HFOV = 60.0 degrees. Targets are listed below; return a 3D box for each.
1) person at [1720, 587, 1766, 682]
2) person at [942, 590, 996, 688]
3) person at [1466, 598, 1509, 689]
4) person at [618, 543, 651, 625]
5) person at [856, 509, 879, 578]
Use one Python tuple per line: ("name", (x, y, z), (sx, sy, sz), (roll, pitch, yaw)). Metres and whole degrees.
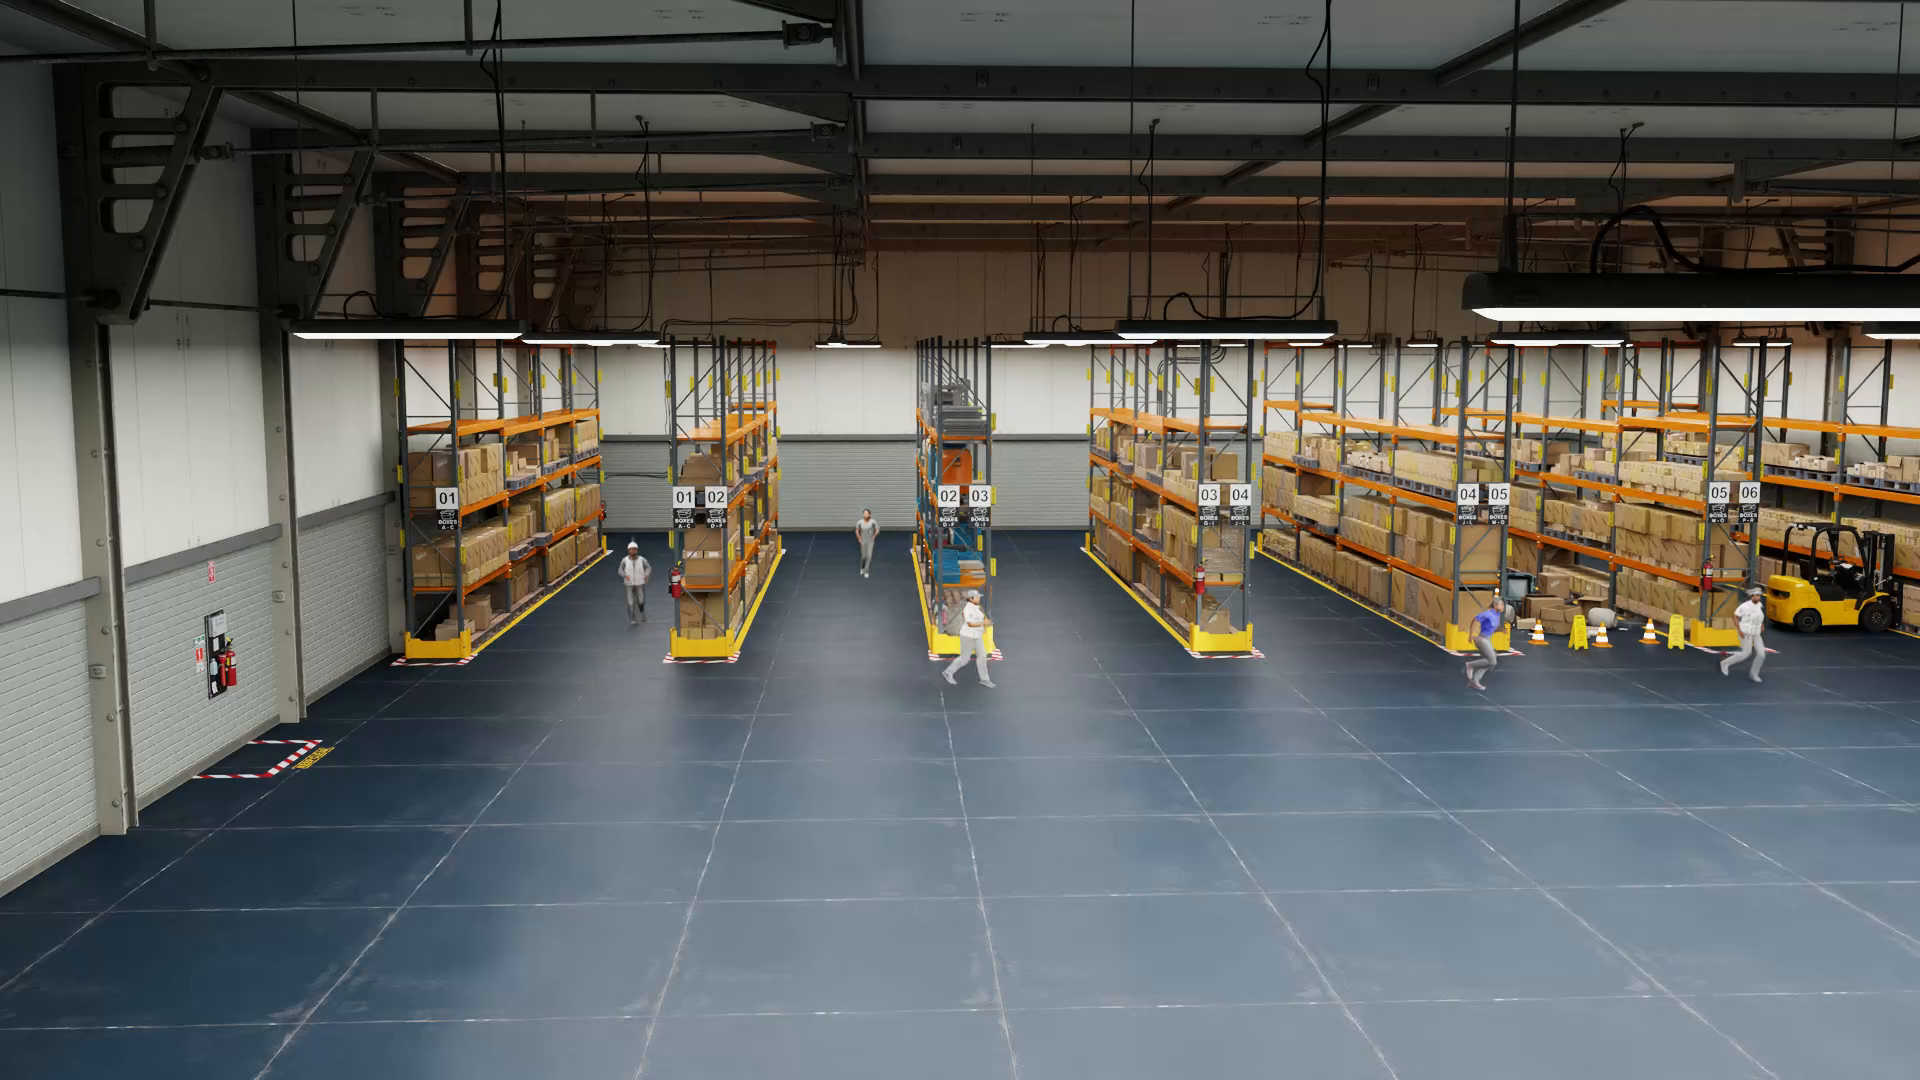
("person", (13.730, 1.651, 28.998), (0.767, 1.674, 0.583), (-3, 7, -27))
("person", (0.190, 1.671, 28.244), (0.881, 1.669, 0.598), (2, 7, 18))
("person", (8.954, 1.761, 28.214), (0.676, 1.568, 0.562), (4, 8, 31))
("person", (-6.786, 0.925, 34.699), (0.691, 1.734, 0.577), (-1, 7, -12))
("person", (-2.227, 0.076, 40.053), (0.560, 1.644, 0.504), (0, 7, -4))
